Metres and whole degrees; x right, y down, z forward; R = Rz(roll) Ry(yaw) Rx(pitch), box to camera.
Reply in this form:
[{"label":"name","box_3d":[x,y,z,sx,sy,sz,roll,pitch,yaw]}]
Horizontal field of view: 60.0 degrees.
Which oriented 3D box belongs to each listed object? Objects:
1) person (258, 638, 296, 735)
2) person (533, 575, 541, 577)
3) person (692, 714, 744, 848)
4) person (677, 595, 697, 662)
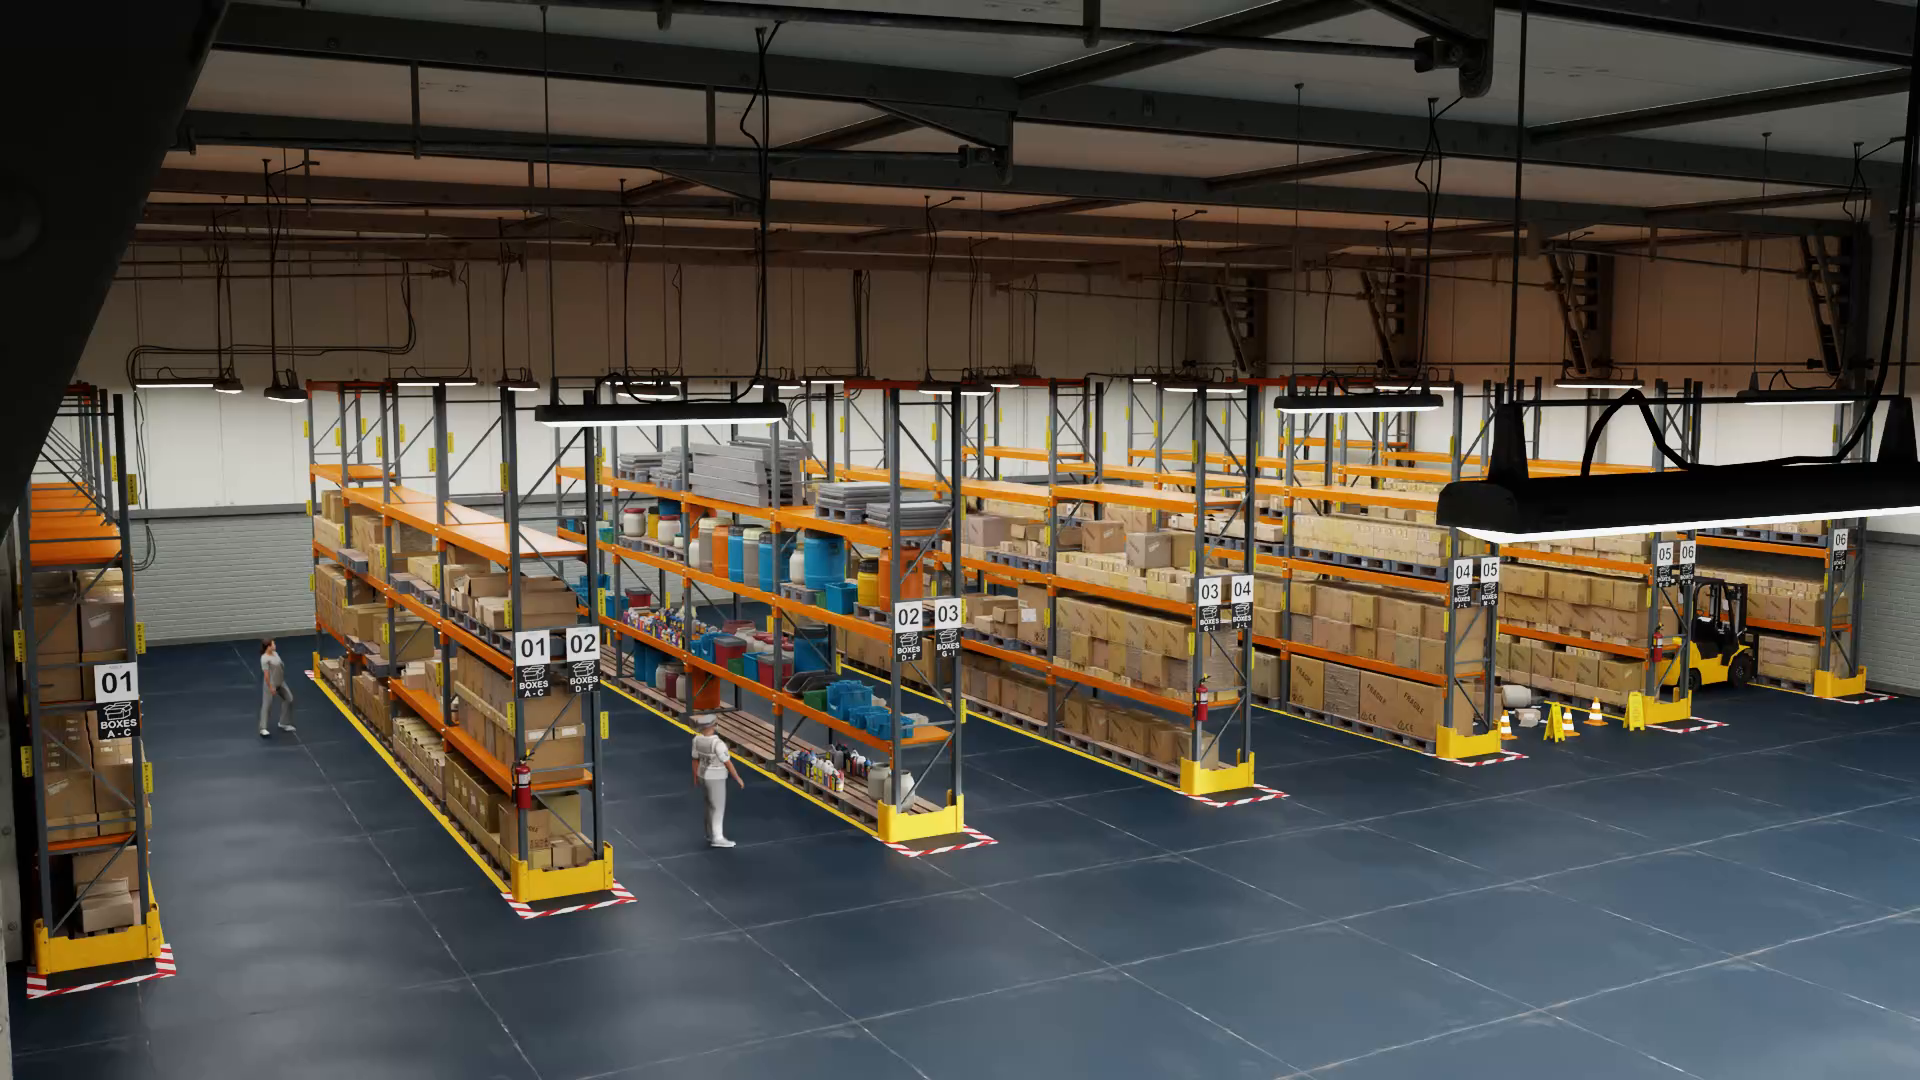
[{"label":"person","box_3d":[-11.729,2.495,28.461,0.406,1.696,0.620,2,6,21]},{"label":"person","box_3d":[-9.257,1.590,36.828,0.471,1.673,0.520,-3,7,-29]},{"label":"person","box_3d":[-3.193,3.159,21.831,0.598,1.776,0.621,-4,7,-32]},{"label":"person","box_3d":[-5.537,1.922,34.059,0.458,1.573,1.015,-5,8,-37]}]
